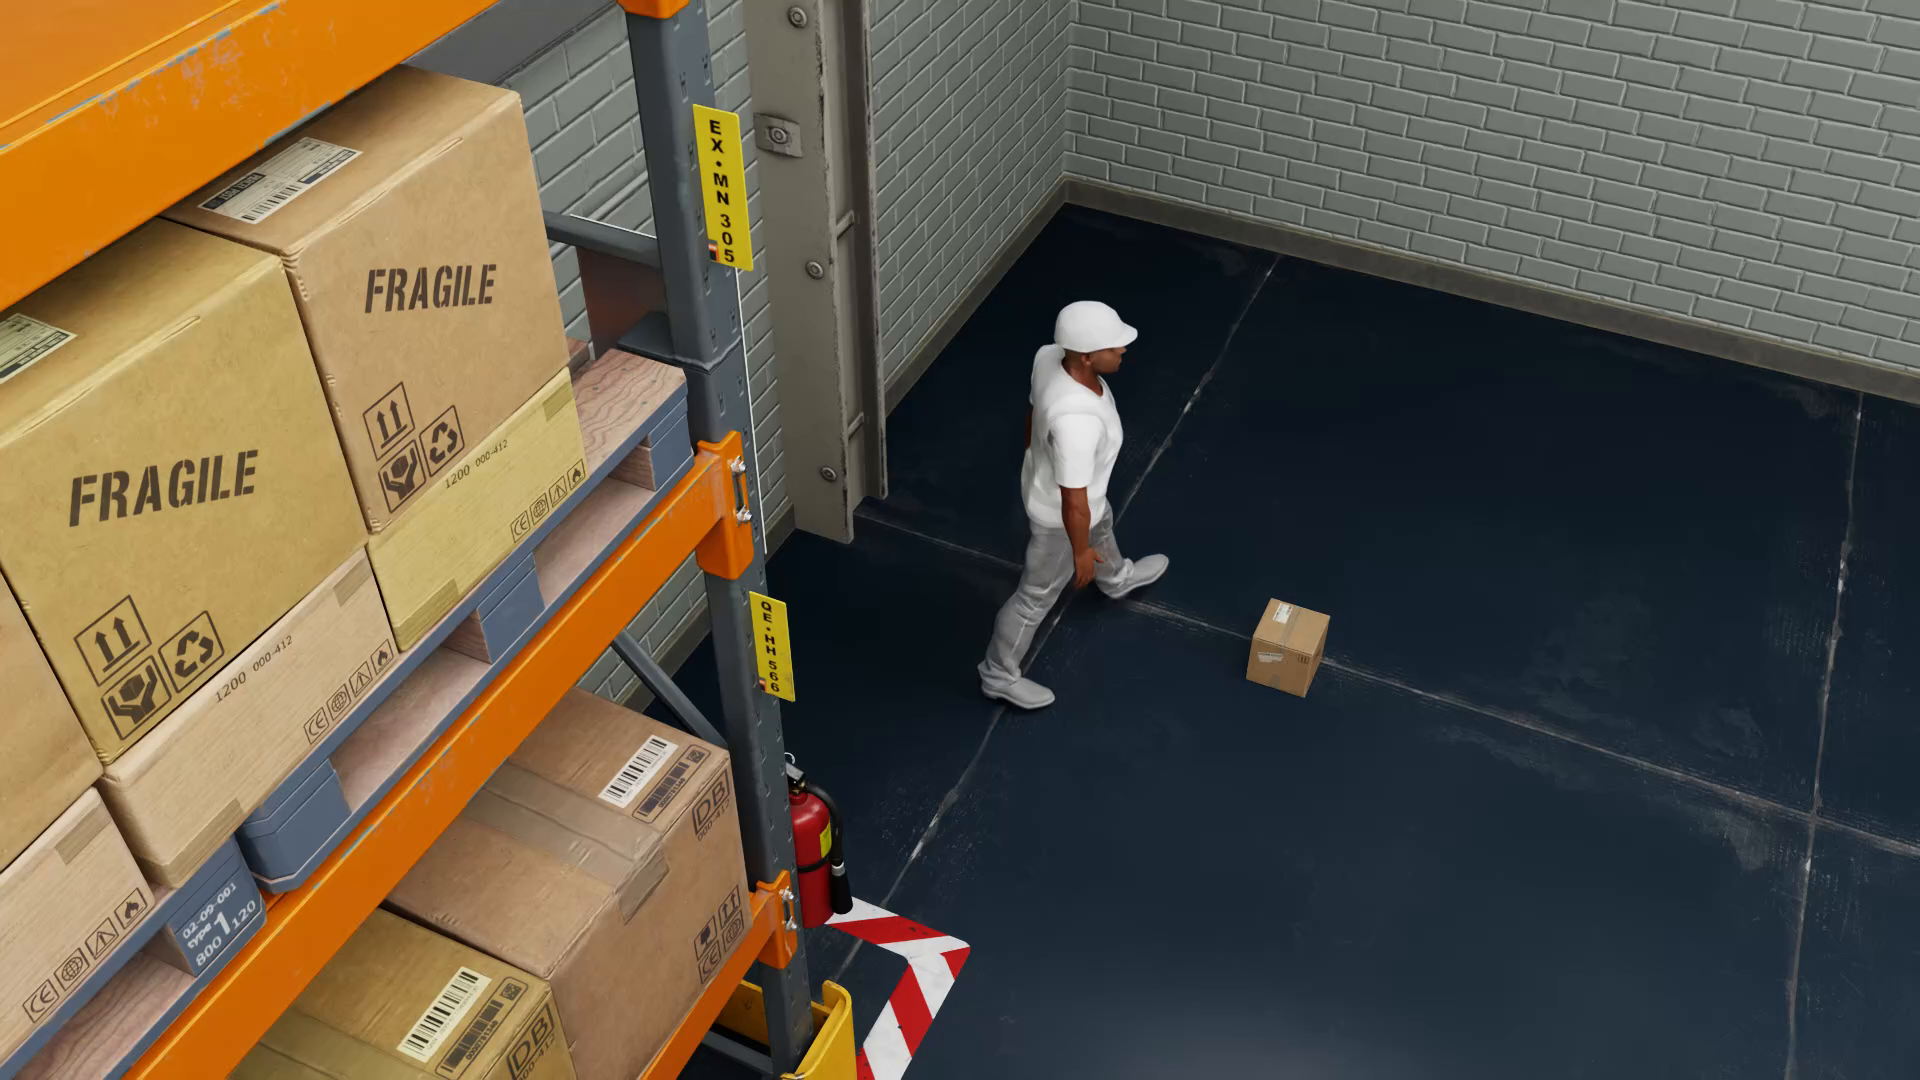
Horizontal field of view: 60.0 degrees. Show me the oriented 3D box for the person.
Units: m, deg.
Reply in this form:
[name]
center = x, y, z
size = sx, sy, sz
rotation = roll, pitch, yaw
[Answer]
[person]
center = 0.428, -0.410, 6.104
size = 0.388, 1.062, 0.680
rotation = -2, 42, -3
